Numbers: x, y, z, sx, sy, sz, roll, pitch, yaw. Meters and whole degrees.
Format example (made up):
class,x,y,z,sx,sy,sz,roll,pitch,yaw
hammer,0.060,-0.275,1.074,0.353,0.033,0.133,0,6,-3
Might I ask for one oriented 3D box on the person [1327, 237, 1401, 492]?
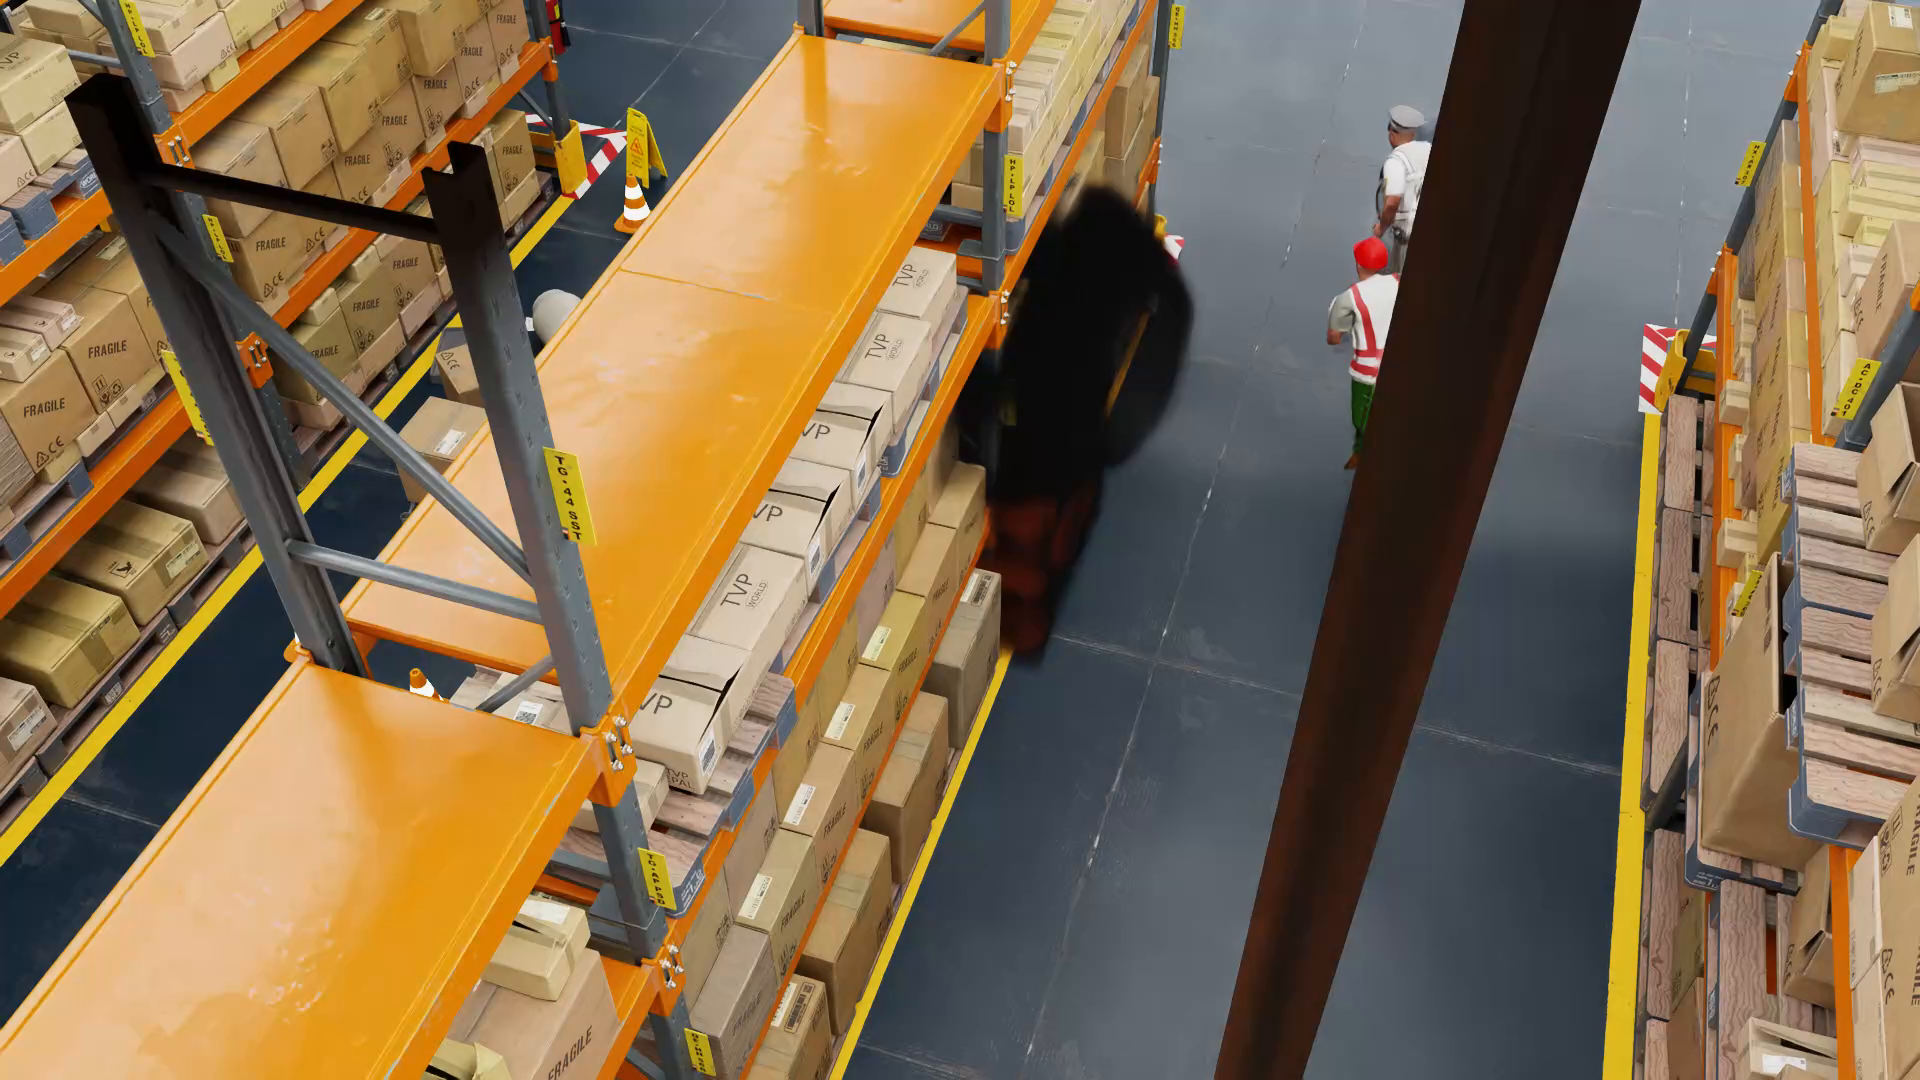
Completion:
class,x,y,z,sx,sy,sz,roll,pitch,yaw
person,2.680,-1.047,10.650,0.712,1.705,0.957,-11,47,-10

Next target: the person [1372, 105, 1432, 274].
class,x,y,z,sx,sy,sz,roll,pitch,yaw
person,3.198,-2.129,11.715,0.868,1.629,0.716,31,53,27
